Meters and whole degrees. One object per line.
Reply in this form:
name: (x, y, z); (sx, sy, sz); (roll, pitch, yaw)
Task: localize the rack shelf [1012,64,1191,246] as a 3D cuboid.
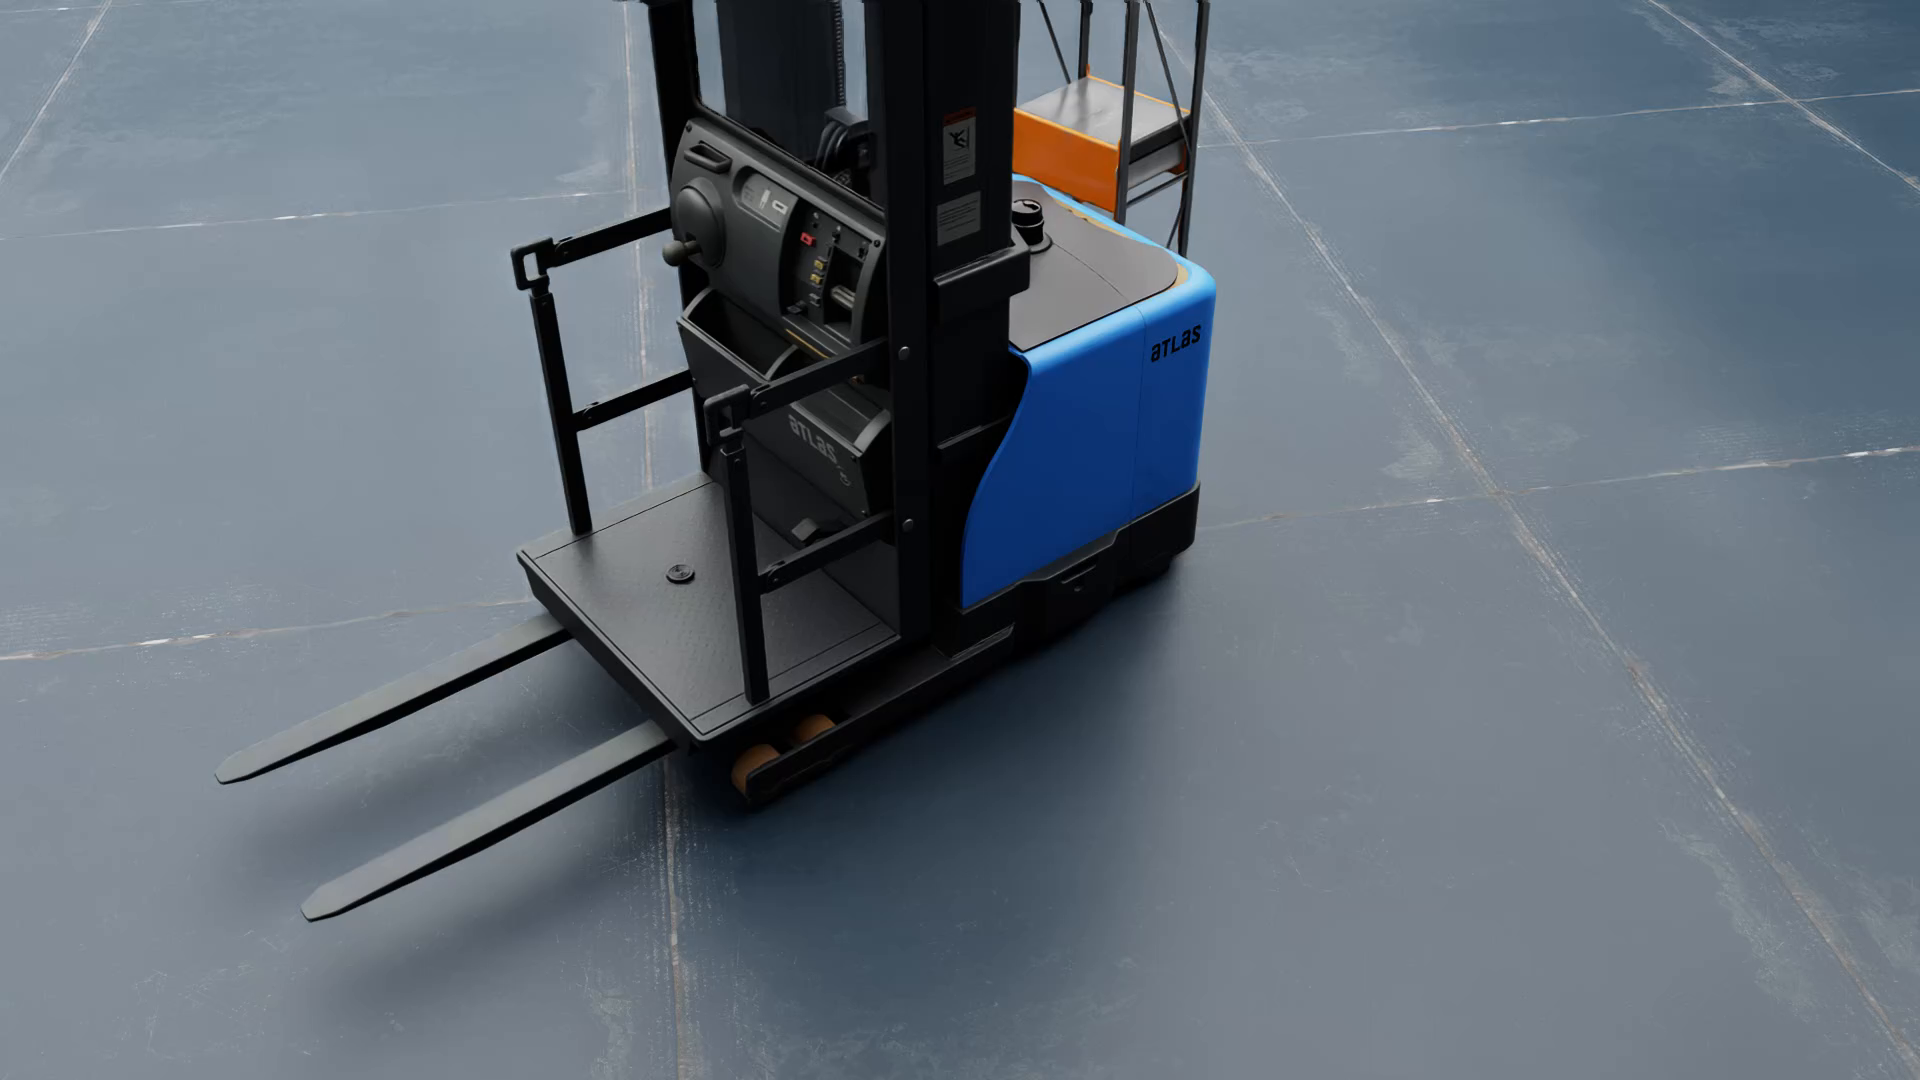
rack shelf: (0.476, -1.252, 5.673); (0.480, 0.518, 0.431); (30, 47, 33)

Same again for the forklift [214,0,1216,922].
forklift: (-0.666, -0.772, 4.355); (3.031, 2.935, 1.130); (-27, 45, -30)

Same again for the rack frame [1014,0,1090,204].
rack frame: (0.300, -1.367, 5.798); (0.015, 2.100, 0.400); (30, 47, 33)

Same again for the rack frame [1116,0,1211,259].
rack frame: (0.652, -1.160, 5.531); (0.015, 2.100, 0.400); (30, 47, 33)

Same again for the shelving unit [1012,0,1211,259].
shelving unit: (0.476, -1.263, 5.665); (0.503, 2.100, 0.431); (30, 47, 33)

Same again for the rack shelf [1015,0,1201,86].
rack shelf: (0.476, -1.805, 5.243); (0.480, 0.518, 0.431); (30, 47, 33)
